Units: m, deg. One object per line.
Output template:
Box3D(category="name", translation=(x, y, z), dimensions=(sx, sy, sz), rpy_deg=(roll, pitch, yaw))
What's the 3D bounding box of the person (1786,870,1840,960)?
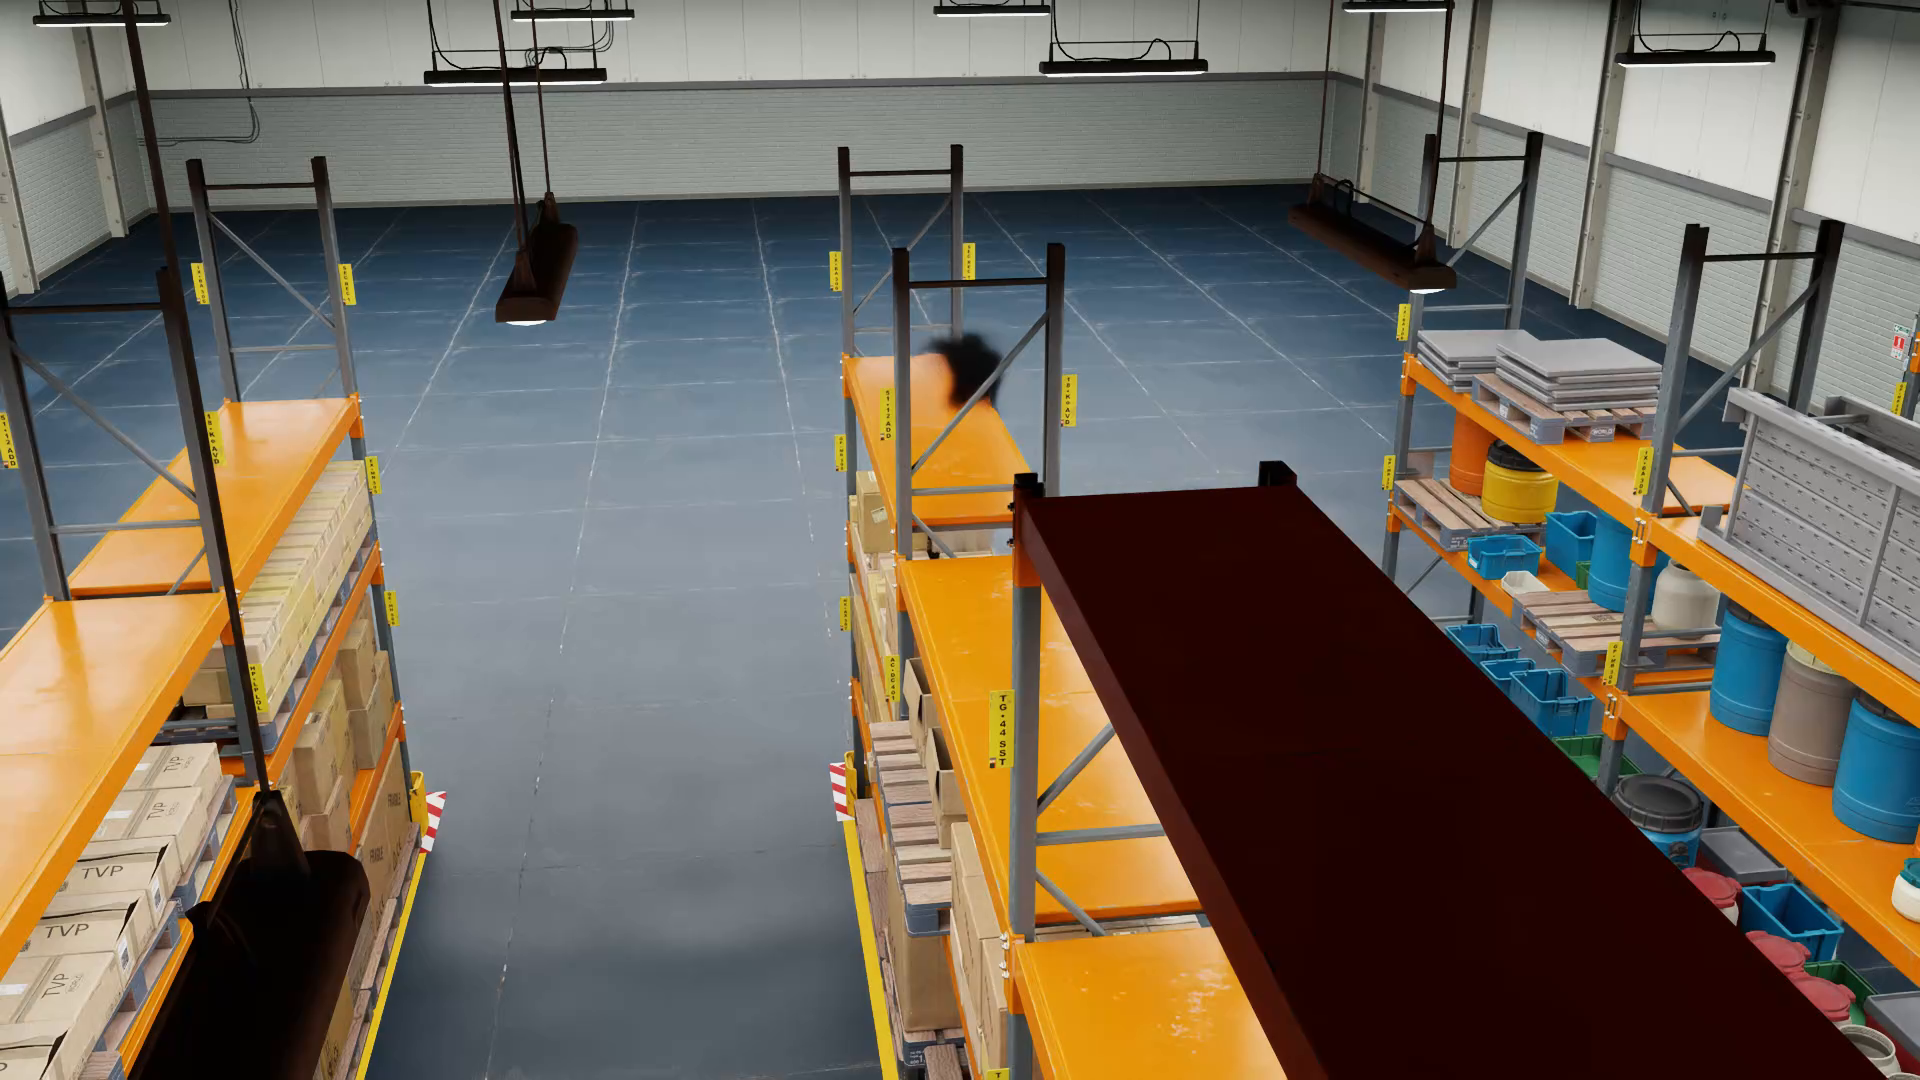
Box3D(category="person", translation=(6.539, 2.663, 12.623), dimensions=(0.599, 1.743, 0.768), rpy_deg=(5, 22, 12))
